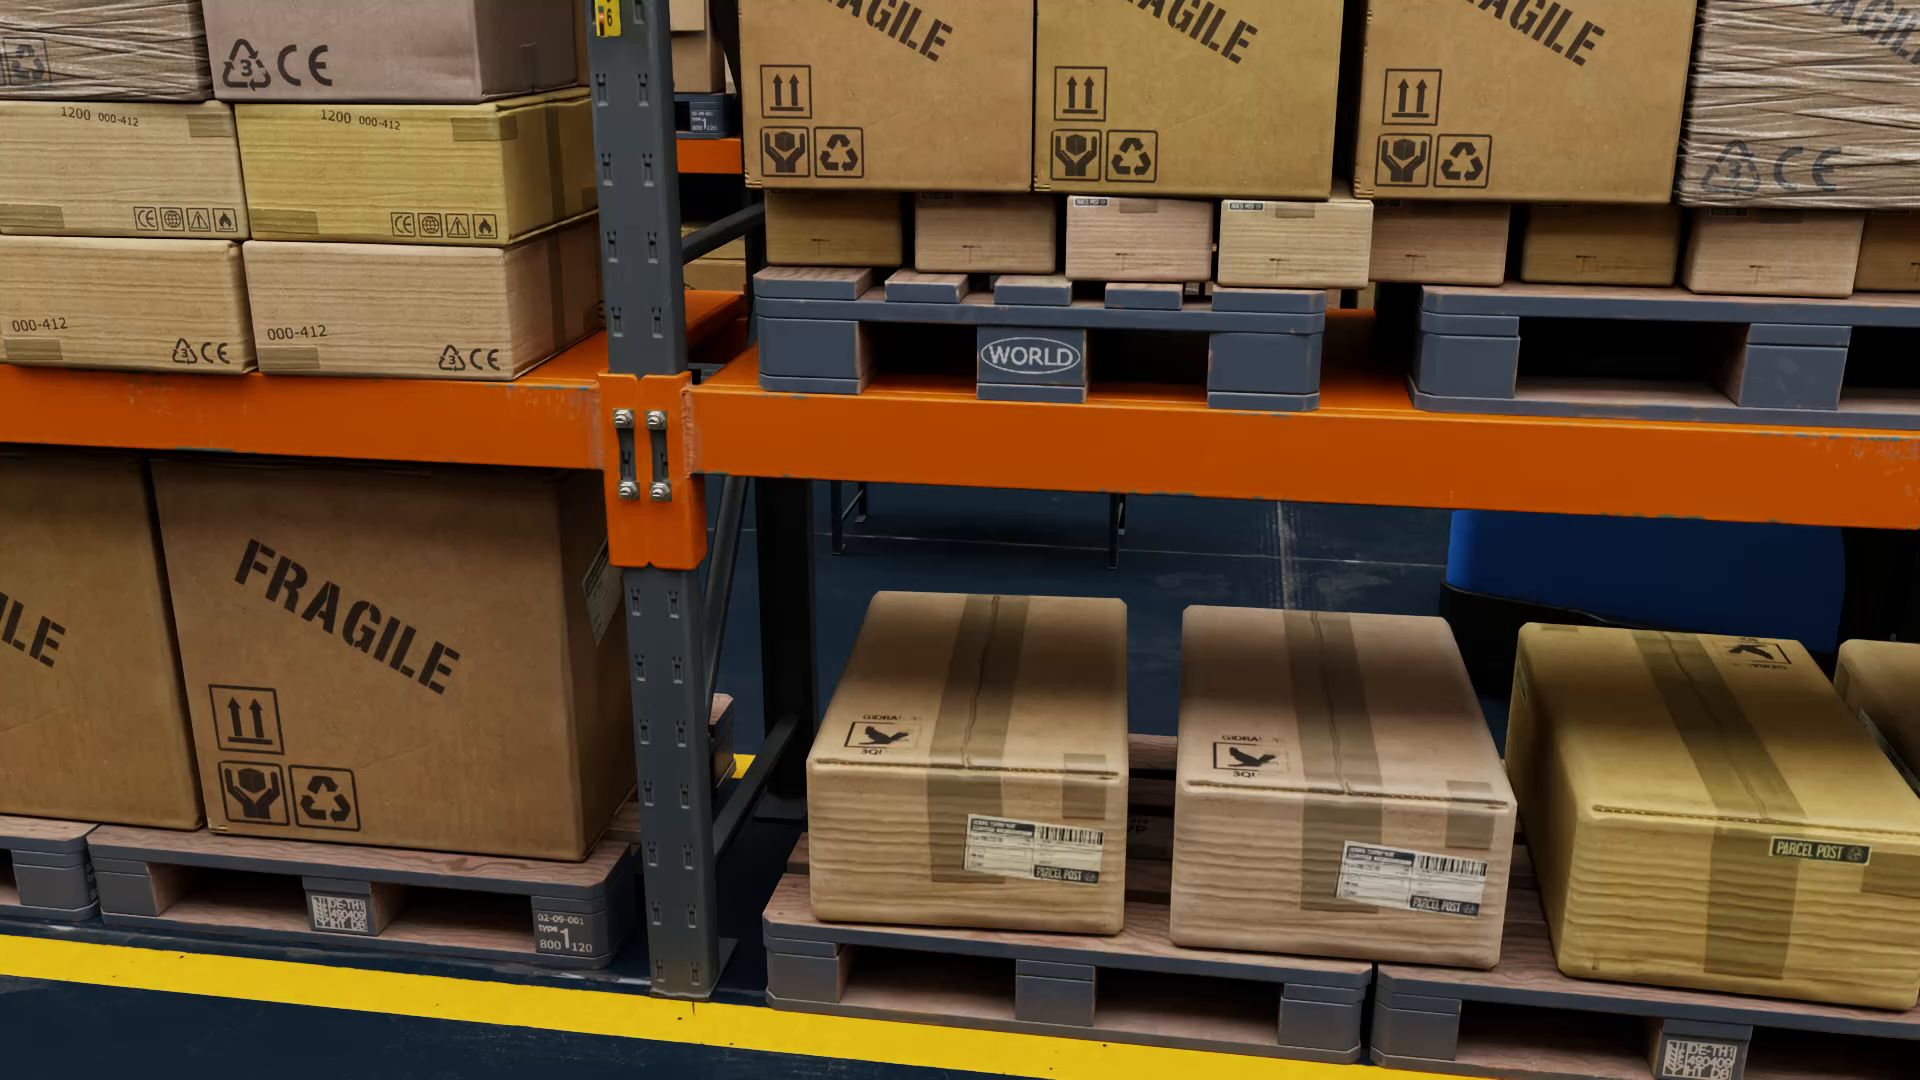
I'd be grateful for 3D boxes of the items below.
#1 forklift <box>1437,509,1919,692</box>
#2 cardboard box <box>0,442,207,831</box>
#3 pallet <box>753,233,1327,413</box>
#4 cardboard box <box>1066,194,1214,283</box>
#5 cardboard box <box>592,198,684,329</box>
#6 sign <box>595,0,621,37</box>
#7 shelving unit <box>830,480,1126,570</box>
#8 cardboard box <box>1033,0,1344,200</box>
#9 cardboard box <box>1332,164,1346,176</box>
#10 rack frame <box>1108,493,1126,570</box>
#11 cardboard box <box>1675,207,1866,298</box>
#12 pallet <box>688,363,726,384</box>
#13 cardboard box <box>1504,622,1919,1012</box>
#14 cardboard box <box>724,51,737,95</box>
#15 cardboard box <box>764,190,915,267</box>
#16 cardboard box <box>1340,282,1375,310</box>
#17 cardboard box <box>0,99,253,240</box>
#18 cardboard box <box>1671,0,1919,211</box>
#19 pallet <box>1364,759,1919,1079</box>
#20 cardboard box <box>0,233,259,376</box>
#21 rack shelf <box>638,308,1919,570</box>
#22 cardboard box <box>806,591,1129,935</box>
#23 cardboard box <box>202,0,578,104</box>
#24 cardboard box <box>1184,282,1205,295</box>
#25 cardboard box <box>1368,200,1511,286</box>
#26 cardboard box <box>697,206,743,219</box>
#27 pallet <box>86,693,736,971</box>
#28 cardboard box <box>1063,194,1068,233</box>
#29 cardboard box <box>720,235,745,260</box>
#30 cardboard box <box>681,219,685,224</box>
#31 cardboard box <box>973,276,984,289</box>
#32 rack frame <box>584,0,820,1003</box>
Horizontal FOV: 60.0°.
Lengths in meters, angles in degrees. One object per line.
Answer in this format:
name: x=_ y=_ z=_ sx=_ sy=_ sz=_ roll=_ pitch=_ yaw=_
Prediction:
forklift: x=2.970 y=-0.861 z=4.258 sx=3.031 sy=2.935 sz=1.130 roll=10 pitch=21 yaw=28
cardboard box: x=-2.052 y=0.078 z=4.031 sx=0.875 sy=0.875 sz=0.875 roll=3 pitch=19 yaw=9
pallet: x=0.218 y=-0.530 z=3.463 sx=1.003 sy=0.211 sz=1.213 roll=3 pitch=19 yaw=9
cardboard box: x=0.325 y=-0.576 z=3.032 sx=0.250 sy=0.149 sz=0.380 roll=2 pitch=19 yaw=5
cardboard box: x=-0.946 y=-0.656 z=3.773 sx=0.500 sy=0.250 sz=0.500 roll=3 pitch=19 yaw=8
sign: x=-0.588 y=-0.999 z=2.736 sx=0.005 sy=0.325 sz=0.100 roll=3 pitch=19 yaw=9
shelving unit: x=0.084 y=-0.707 z=6.052 sx=1.048 sy=1.500 sz=0.538 roll=3 pitch=19 yaw=9
cardboard box: x=0.420 y=-0.892 z=2.955 sx=0.500 sy=0.500 sz=0.500 roll=4 pitch=19 yaw=11
cardboard box: x=0.911 y=-0.747 z=3.542 sx=0.250 sy=0.149 sz=0.380 roll=3 pitch=19 yaw=10
rack frame: x=0.586 y=-0.681 z=5.976 sx=0.032 sy=1.500 sz=0.500 roll=3 pitch=19 yaw=9
cardboard box: x=1.377 y=-0.533 z=2.902 sx=0.250 sy=0.149 sz=0.380 roll=4 pitch=19 yaw=10
pallet: x=-1.652 y=-0.968 z=8.864 sx=1.213 sy=0.211 sz=1.003 roll=3 pitch=19 yaw=9
cardboard box: x=1.531 y=0.529 z=3.474 sx=0.625 sy=0.372 sz=0.950 roll=4 pitch=19 yaw=10
cardboard box: x=-0.812 y=-2.259 z=7.901 sx=0.500 sy=0.250 sz=0.500 roll=2 pitch=19 yaw=6
cardboard box: x=-0.212 y=-0.629 z=3.191 sx=0.250 sy=0.149 sz=0.380 roll=2 pitch=19 yaw=5
cardboard box: x=2.206 y=-1.152 z=8.100 sx=0.625 sy=0.625 sz=0.875 roll=2 pitch=19 yaw=6
cardboard box: x=-1.528 y=-0.759 z=3.293 sx=0.500 sy=0.250 sz=0.500 roll=2 pitch=19 yaw=7
cardboard box: x=1.438 y=-0.840 z=2.798 sx=0.500 sy=0.500 sz=0.500 roll=2 pitch=19 yaw=7
pallet: x=1.469 y=0.800 z=3.578 sx=1.213 sy=0.211 sz=1.003 roll=3 pitch=19 yaw=9
cardboard box: x=-1.550 y=-0.518 z=3.359 sx=0.500 sy=0.250 sz=0.500 roll=3 pitch=19 yaw=10
rack shelf: x=1.472 y=-0.182 z=3.254 sx=4.000 sy=0.370 sz=1.077 roll=3 pitch=19 yaw=9
cardboard box: x=0.053 y=0.455 z=3.696 sx=0.625 sy=0.372 sz=0.950 roll=2 pitch=19 yaw=5
cardboard box: x=-1.055 y=-1.090 z=3.099 sx=0.500 sy=0.500 sz=0.500 roll=2 pitch=19 yaw=7
cardboard box: x=0.894 y=-1.216 z=8.292 sx=0.625 sy=0.625 sz=0.875 roll=4 pitch=19 yaw=10
cardboard box: x=0.844 y=-0.568 z=3.008 sx=0.250 sy=0.149 sz=0.380 roll=4 pitch=19 yaw=12
cardboard box: x=-1.220 y=-1.674 z=8.835 sx=0.250 sy=0.149 sz=0.380 roll=3 pitch=19 yaw=7
pallet: x=-1.269 y=0.635 z=4.072 sx=1.213 sy=0.211 sz=1.003 roll=3 pitch=19 yaw=9
cardboard box: x=0.134 y=-0.770 z=3.612 sx=0.250 sy=0.149 sz=0.380 roll=3 pitch=19 yaw=9
cardboard box: x=-1.028 y=-1.505 z=8.328 sx=0.250 sy=0.149 sz=0.380 roll=3 pitch=19 yaw=10
cardboard box: x=-1.552 y=-1.522 z=8.378 sx=0.250 sy=0.149 sz=0.380 roll=2 pitch=19 yaw=6
cardboard box: x=-0.171 y=-1.147 z=8.281 sx=0.500 sy=0.500 sz=0.500 roll=3 pitch=19 yaw=10
rack frame: x=-0.503 y=-0.624 z=3.440 sx=0.127 sy=3.000 sz=1.000 roll=3 pitch=19 yaw=9
